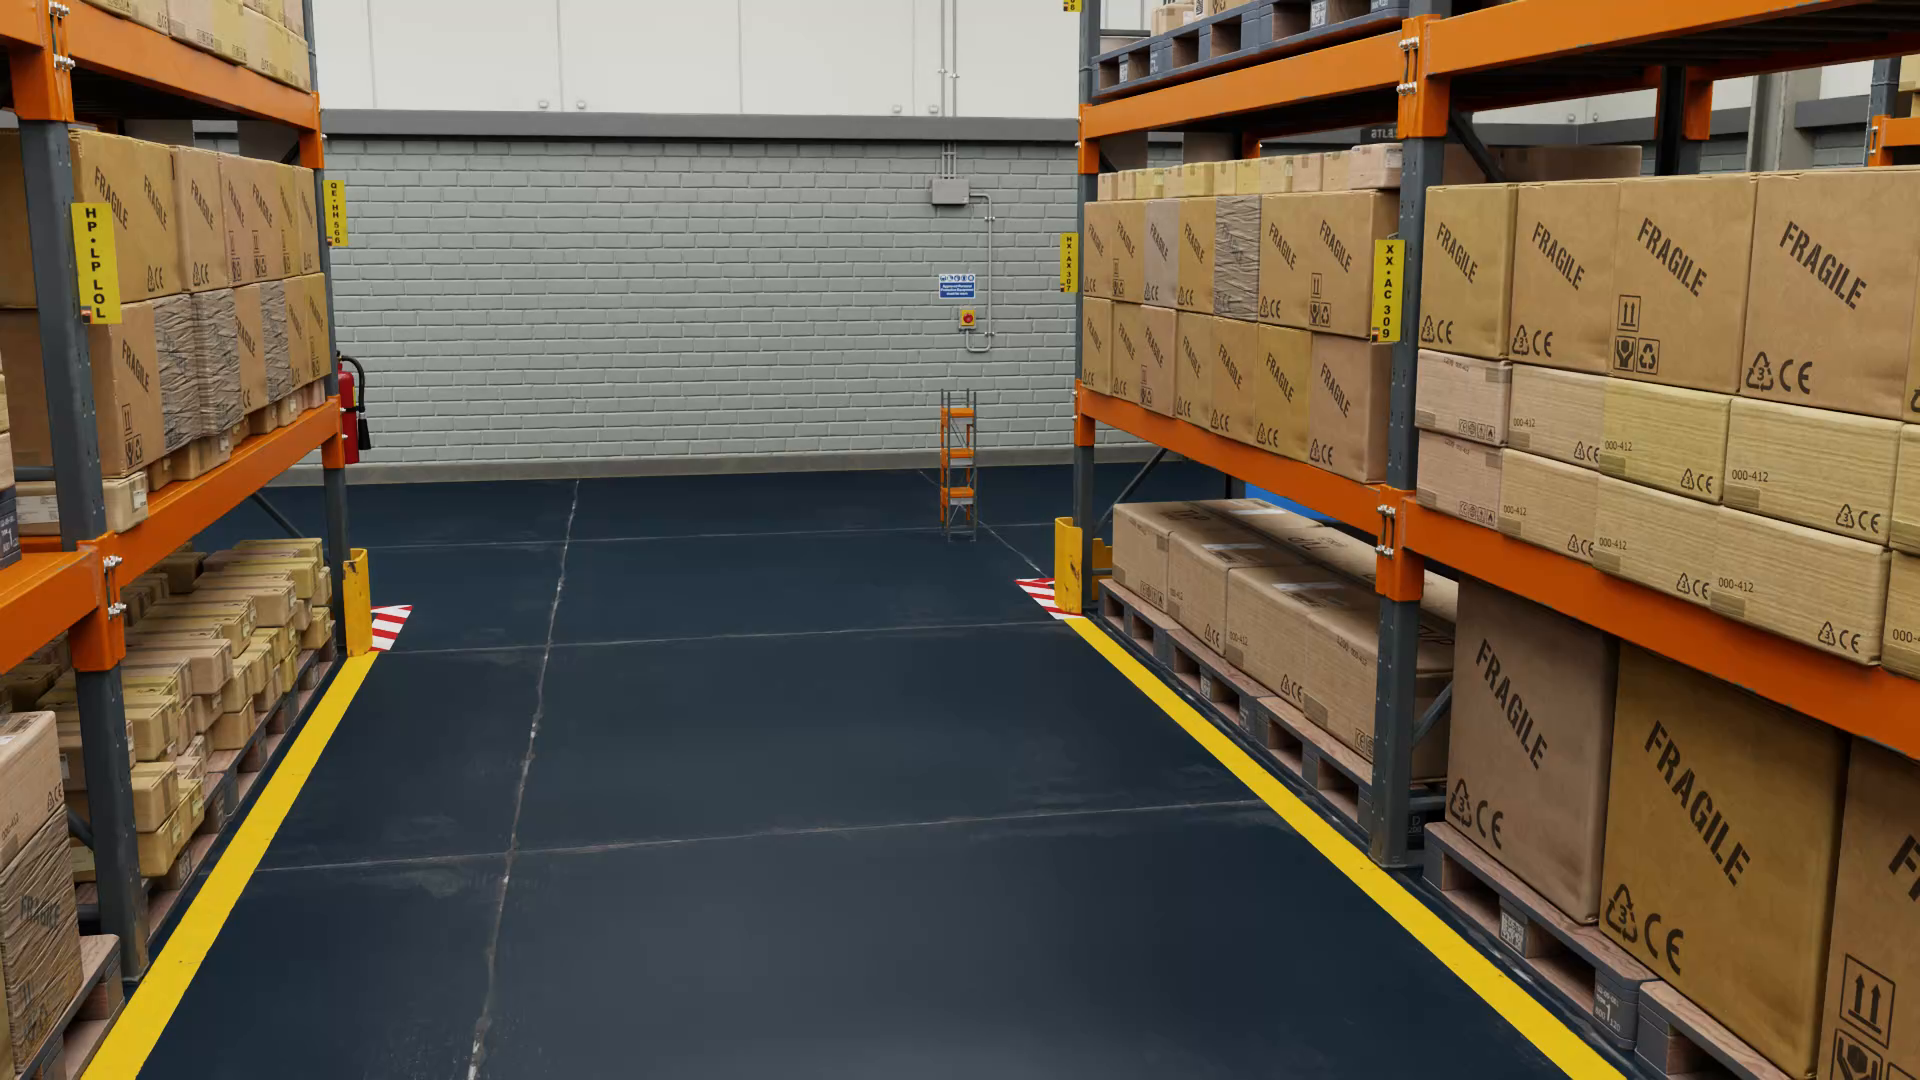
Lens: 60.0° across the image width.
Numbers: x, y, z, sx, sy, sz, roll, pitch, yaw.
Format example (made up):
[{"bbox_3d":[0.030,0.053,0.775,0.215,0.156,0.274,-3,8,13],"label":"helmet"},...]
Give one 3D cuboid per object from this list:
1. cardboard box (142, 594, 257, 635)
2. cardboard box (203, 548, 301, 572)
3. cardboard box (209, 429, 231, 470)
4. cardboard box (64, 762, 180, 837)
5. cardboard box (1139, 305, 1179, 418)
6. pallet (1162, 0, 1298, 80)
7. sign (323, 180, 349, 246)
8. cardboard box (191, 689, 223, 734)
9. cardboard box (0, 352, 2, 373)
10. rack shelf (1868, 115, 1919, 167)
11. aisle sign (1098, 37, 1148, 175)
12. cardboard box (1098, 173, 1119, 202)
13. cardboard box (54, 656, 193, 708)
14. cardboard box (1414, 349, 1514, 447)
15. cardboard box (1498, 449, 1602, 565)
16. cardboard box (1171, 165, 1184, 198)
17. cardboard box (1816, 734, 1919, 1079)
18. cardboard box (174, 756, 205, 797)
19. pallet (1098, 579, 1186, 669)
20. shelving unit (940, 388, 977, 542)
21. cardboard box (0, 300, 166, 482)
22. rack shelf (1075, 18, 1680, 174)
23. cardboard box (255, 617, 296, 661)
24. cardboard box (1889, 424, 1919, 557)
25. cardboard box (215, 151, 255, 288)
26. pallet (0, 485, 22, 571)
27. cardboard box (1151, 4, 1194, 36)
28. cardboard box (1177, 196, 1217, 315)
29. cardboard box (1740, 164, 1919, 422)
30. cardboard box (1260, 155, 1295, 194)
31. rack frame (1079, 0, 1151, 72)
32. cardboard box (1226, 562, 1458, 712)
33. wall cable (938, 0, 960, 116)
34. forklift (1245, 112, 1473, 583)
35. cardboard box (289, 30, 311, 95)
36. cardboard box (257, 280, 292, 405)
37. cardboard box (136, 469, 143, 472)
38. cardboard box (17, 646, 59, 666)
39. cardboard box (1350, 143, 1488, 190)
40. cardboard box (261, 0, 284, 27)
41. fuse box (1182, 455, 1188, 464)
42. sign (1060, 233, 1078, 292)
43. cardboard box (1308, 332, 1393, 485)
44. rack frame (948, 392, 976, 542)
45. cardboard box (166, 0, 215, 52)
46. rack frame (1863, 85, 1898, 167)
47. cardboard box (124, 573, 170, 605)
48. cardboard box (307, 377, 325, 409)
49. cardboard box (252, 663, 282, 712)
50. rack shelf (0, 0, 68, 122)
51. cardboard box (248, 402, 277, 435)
[{"bbox_3d":[-3.126,0.331,6.847,0.380,0.149,0.250,-3,11,-13],"label":"cardboard box"},{"bbox_3d":[-3.338,0.138,7.857,0.380,0.149,0.250,-2,11,-10],"label":"cardboard box"},{"bbox_3d":[-2.942,-0.346,6.165,0.380,0.149,0.250,-2,11,-8],"label":"cardboard box"},{"bbox_3d":[-2.661,0.804,5.156,0.380,0.149,0.250,-2,11,-8],"label":"cardboard box"},{"bbox_3d":[1.172,-0.863,7.941,0.500,0.500,0.500,-2,11,-11],"label":"cardboard box"},{"bbox_3d":[1.549,-2.168,7.280,1.003,0.211,1.213,-2,11,-11],"label":"pallet"},{"bbox_3d":[-3.134,-1.640,8.349,0.100,0.325,0.005,-2,11,-11],"label":"sign"},{"bbox_3d":[-2.961,0.617,6.141,0.380,0.149,0.250,-2,11,-8],"label":"cardboard box"},{"bbox_3d":[-2.635,-0.475,4.125,0.380,0.149,0.250,-2,11,-8],"label":"cardboard box"},{"bbox_3d":[6.411,-2.033,8.255,1.077,0.370,4.000,-2,11,-11],"label":"rack shelf"},{"bbox_3d":[0.855,-2.378,9.214,0.394,0.787,0.004,-2,11,-11],"label":"aisle sign"},{"bbox_3d":[0.951,-1.882,8.885,0.380,0.149,0.250,-2,11,-10],"label":"cardboard box"},{"bbox_3d":[-2.934,0.521,5.847,0.380,0.149,0.250,-2,11,-12],"label":"cardboard box"},{"bbox_3d":[1.740,-0.445,5.078,0.500,0.250,0.500,-2,11,-13],"label":"cardboard box"},{"bbox_3d":[1.860,-0.106,4.630,0.500,0.250,0.500,-2,11,-12],"label":"cardboard box"},{"bbox_3d":[1.189,-1.643,7.632,0.380,0.149,0.250,-2,11,-10],"label":"cardboard box"},{"bbox_3d":[2.487,0.913,3.436,0.875,0.875,0.875,-2,11,-10],"label":"cardboard box"},{"bbox_3d":[-2.811,0.857,5.672,0.380,0.149,0.250,-2,11,-11],"label":"cardboard box"},{"bbox_3d":[1.386,0.416,8.949,1.003,0.211,1.213,-2,11,-11],"label":"pallet"},{"bbox_3d":[-0.010,-0.526,11.650,0.215,1.050,0.252,-2,11,-11],"label":"shelving unit"},{"bbox_3d":[-2.754,-0.461,5.034,0.500,0.500,0.500,-2,11,-12],"label":"cardboard box"},{"bbox_3d":[1.542,-1.851,7.303,1.077,0.370,4.000,-2,11,-11],"label":"rack shelf"},{"bbox_3d":[-3.084,0.425,7.149,0.380,0.149,0.250,-2,11,-10],"label":"cardboard box"},{"bbox_3d":[2.143,-0.069,3.103,0.500,0.250,0.500,-2,11,-12],"label":"cardboard box"},{"bbox_3d":[-3.035,-1.226,6.380,0.500,0.500,0.500,-3,11,-13],"label":"cardboard box"},{"bbox_3d":[-2.898,0.074,3.800,1.003,0.211,1.213,-2,11,-11],"label":"pallet"},{"bbox_3d":[1.139,-2.496,8.045,0.380,0.149,0.250,-2,11,-9],"label":"cardboard box"},{"bbox_3d":[1.280,-1.260,7.352,0.500,0.500,0.500,-2,11,-11],"label":"cardboard box"},{"bbox_3d":[2.063,-0.535,3.542,0.500,0.500,0.500,-2,11,-12],"label":"cardboard box"},{"bbox_3d":[1.425,-1.457,6.653,0.380,0.149,0.250,-2,11,-11],"label":"cardboard box"},{"bbox_3d":[1.153,-4.045,8.883,1.000,3.000,0.127,-2,11,-11],"label":"rack frame"},{"bbox_3d":[1.740,0.405,7.277,0.875,0.438,0.875,-2,11,-13],"label":"cardboard box"},{"bbox_3d":[-0.229,-5.078,14.310,0.463,3.000,0.029,-2,11,-11],"label":"wall cable"},{"bbox_3d":[3.328,-1.249,10.419,3.031,2.935,1.130,8,13,35],"label":"forklift"},{"bbox_3d":[-3.334,-2.226,7.746,0.500,0.250,0.500,-2,11,-12],"label":"cardboard box"},{"bbox_3d":[-3.139,-0.834,6.995,0.500,0.500,0.500,-2,11,-11],"label":"cardboard box"},{"bbox_3d":[-2.762,-0.151,5.140,0.380,0.149,0.250,-2,11,-9],"label":"cardboard box"},{"bbox_3d":[-3.490,0.493,5.996,0.380,0.149,0.250,-3,11,-14],"label":"cardboard box"},{"bbox_3d":[1.559,-1.268,5.661,0.380,0.149,0.250,-2,11,-12],"label":"cardboard box"},{"bbox_3d":[-3.243,-2.376,7.199,0.500,0.250,0.500,-2,11,-13],"label":"cardboard box"},{"bbox_3d":[2.123,-1.548,15.254,0.539,1.711,0.414,-2,11,-11],"label":"fuse box"},{"bbox_3d":[0.608,-1.543,9.255,0.100,0.325,0.005,-2,11,-11],"label":"sign"},{"bbox_3d":[1.591,-0.489,5.978,0.500,0.500,0.500,-2,11,-10],"label":"cardboard box"},{"bbox_3d":[0.013,-0.503,11.532,0.200,1.050,0.008,-2,11,-11],"label":"rack frame"},{"bbox_3d":[-2.924,-1.848,5.762,0.500,0.250,0.500,-2,11,-9],"label":"cardboard box"},{"bbox_3d":[6.022,-1.279,10.395,1.000,3.000,0.127,-2,11,-11],"label":"rack frame"},{"bbox_3d":[-3.689,0.250,7.269,0.380,0.149,0.250,-3,11,-14],"label":"cardboard box"},{"bbox_3d":[-3.342,-0.727,8.164,0.380,0.149,0.250,-2,11,-11],"label":"cardboard box"},{"bbox_3d":[-3.054,0.619,6.924,0.380,0.149,0.250,-2,11,-10],"label":"cardboard box"},{"bbox_3d":[-2.515,-0.919,2.405,1.077,0.370,4.000,-2,11,-11],"label":"rack shelf"},{"bbox_3d":[-3.172,-0.539,7.177,0.380,0.149,0.250,-3,11,-14],"label":"cardboard box"}]
